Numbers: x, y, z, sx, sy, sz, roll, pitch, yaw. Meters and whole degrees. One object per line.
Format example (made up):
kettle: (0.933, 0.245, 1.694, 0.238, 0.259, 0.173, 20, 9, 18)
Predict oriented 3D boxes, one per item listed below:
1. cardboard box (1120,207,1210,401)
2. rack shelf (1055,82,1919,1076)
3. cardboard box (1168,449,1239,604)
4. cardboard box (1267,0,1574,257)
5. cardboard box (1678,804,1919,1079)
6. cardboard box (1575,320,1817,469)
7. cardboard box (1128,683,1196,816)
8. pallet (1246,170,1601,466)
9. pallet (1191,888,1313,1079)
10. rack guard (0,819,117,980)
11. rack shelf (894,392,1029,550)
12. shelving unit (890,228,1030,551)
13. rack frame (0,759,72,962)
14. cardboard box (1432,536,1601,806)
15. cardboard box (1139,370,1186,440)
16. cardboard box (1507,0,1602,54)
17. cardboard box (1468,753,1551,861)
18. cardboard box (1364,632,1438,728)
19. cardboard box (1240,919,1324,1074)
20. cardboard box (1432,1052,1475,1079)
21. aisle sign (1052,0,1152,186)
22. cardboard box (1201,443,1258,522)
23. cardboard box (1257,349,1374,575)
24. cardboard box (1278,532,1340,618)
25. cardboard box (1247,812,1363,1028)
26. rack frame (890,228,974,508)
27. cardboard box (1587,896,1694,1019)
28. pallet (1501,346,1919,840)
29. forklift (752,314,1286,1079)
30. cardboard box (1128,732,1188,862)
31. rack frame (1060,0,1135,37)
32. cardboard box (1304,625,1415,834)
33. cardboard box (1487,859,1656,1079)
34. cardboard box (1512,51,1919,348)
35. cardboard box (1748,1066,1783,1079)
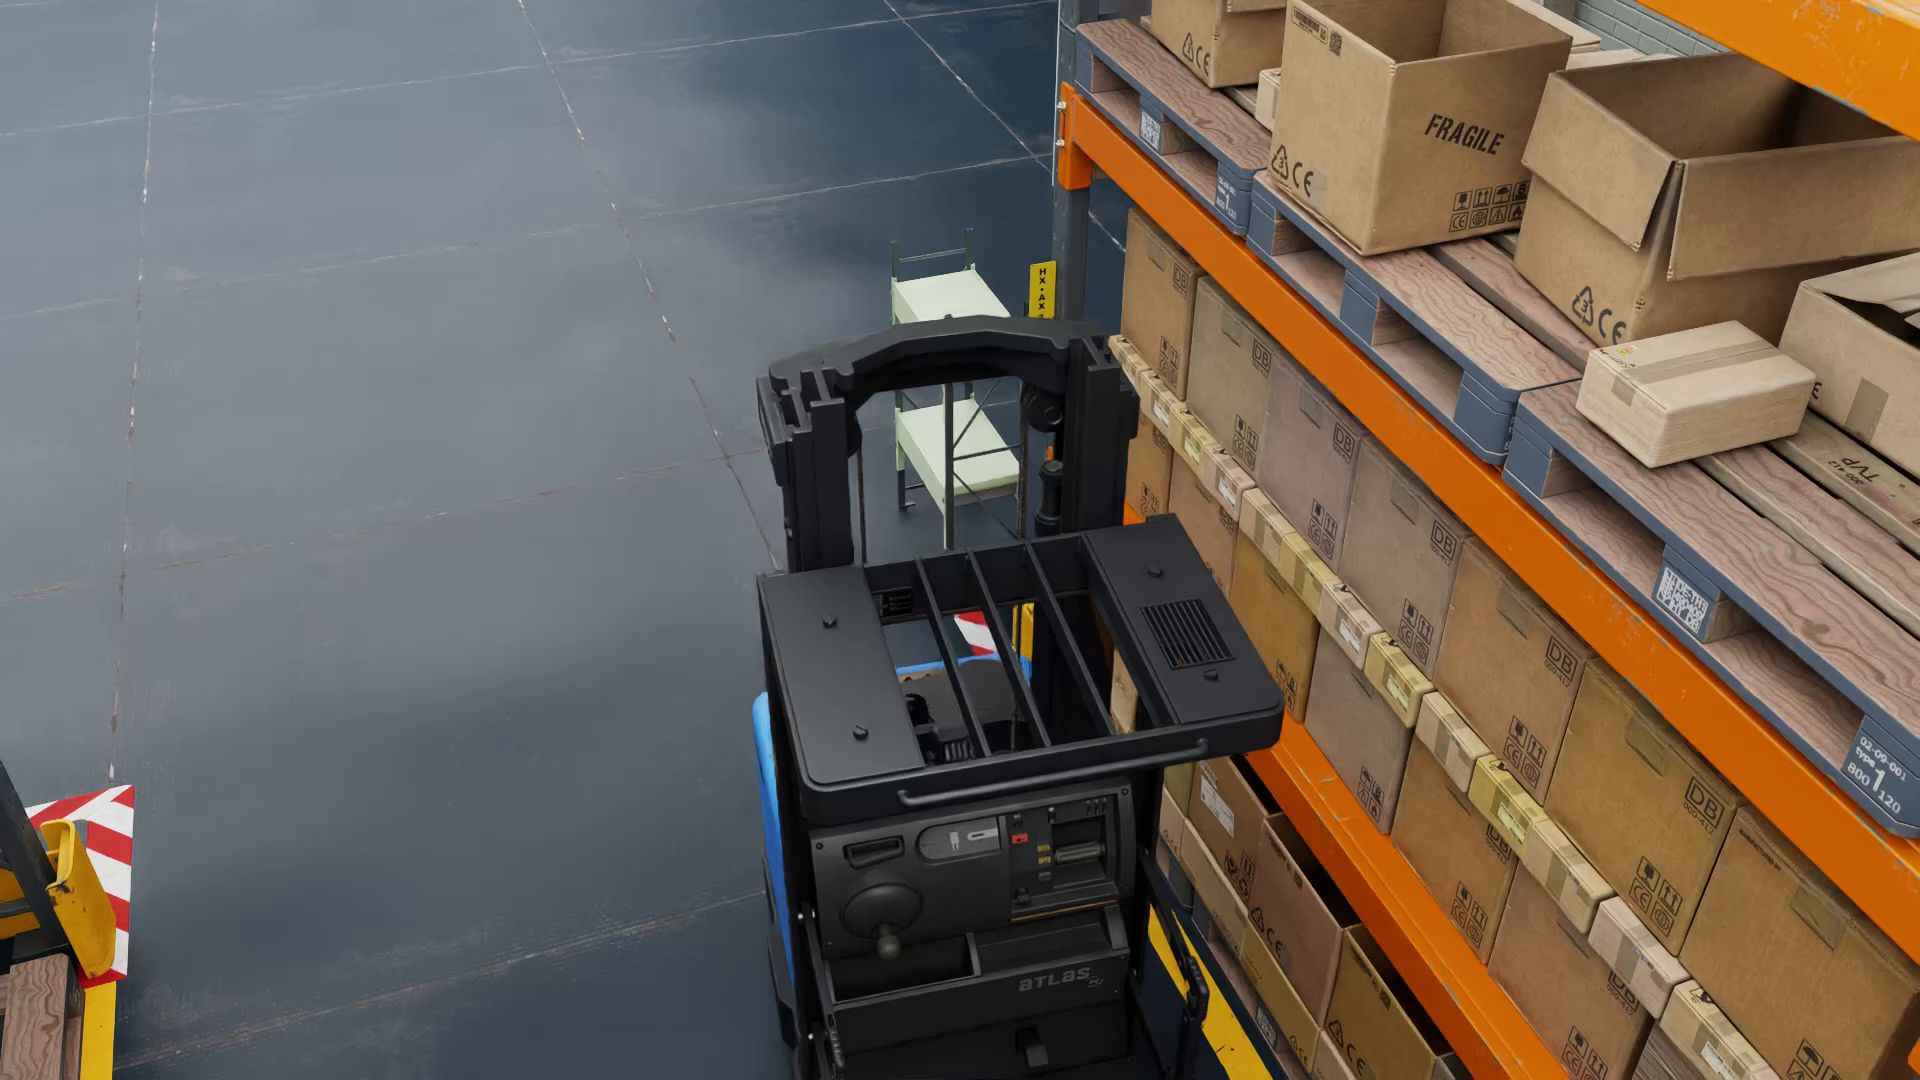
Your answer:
cardboard box: (0.996, -0.884, 5.830, 0.700, 0.500, 0.500, -12, 39, -16)
rack shelf: (1.518, -0.403, 4.458, 1.077, 0.370, 4.000, -12, 39, -16)
cardboard box: (1.163, -0.100, 5.867, 0.700, 0.500, 0.500, -11, 38, -15)
cardboard box: (1.144, -1.089, 4.222, 0.500, 0.500, 0.500, -12, 39, -16)
cardboard box: (2.047, 0.830, 3.554, 0.700, 0.500, 0.500, -12, 39, -16)
cardboard box: (1.534, -0.309, 3.478, 0.380, 0.149, 0.250, -12, 39, -16)
cardboard box: (0.979, 0.640, 6.281, 0.500, 0.500, 0.500, -12, 39, -16)
pallet: (1.472, -0.690, 4.314, 1.003, 0.211, 1.213, -12, 39, -16)
pallet: (1.548, 1.603, 6.007, 1.003, 0.211, 1.213, -12, 39, -16)
rack guard: (-3.752, 1.433, 5.993, 1.175, 0.500, 0.348, -12, 39, -16)
rack shelf: (-0.002, -0.342, 8.060, 0.431, 0.370, 0.720, -12, 39, -16)
shelving unit: (-0.002, -0.603, 7.864, 0.431, 1.500, 0.755, -12, 39, -16)
rack frame: (-3.823, 0.401, 5.285, 1.000, 3.000, 0.127, -12, 39, -16)
cardboard box: (1.701, 0.261, 4.309, 0.700, 0.500, 0.500, -12, 39, -16)
cardboard box: (0.856, -0.507, 5.868, 0.380, 0.149, 0.250, -13, 39, -17)
cardboard box: (1.473, -1.388, 4.827, 0.500, 0.250, 0.500, -12, 39, -16)
cardboard box: (1.563, 0.654, 4.327, 0.380, 0.149, 0.250, -13, 39, -16)
cardboard box: (1.382, 0.362, 4.715, 0.380, 0.149, 0.250, -11, 38, -14)
cardboard box: (1.320, 1.505, 5.756, 0.500, 0.250, 0.500, -12, 39, -16)
cardboard box: (1.680, 1.767, 4.785, 0.500, 0.500, 0.500, -12, 39, -16)
aisle sign: (0.519, -1.635, 5.827, 0.394, 0.787, 0.004, -12, 39, -16)
cardboard box: (1.025, -0.222, 5.490, 0.380, 0.149, 0.250, -13, 39, -17)
cardboard box: (1.357, -0.304, 5.059, 0.700, 0.500, 0.500, -12, 39, -16)
cardboard box: (1.207, 0.072, 5.100, 0.380, 0.149, 0.250, -13, 39, -17)
cardboard box: (1.319, 1.206, 5.530, 0.500, 0.500, 0.500, -12, 39, -16)
rack frame: (-0.128, -0.810, 8.139, 0.400, 1.500, 0.023, -12, 39, -16)
cardboard box: (1.736, 0.941, 3.945, 0.380, 0.149, 0.250, -14, 39, -17)
pallet: (1.888, -0.002, 3.400, 1.003, 0.211, 1.213, -12, 39, -16)
forklift: (0.099, 1.003, 4.543, 1.130, 2.935, 3.031, -8, 38, -11)
cardboard box: (0.981, 0.939, 6.507, 0.500, 0.250, 0.500, -12, 39, -16)
rack frame: (0.830, -3.019, 4.839, 1.000, 3.000, 0.127, -12, 39, -16)
cardboard box: (1.514, 0.478, 5.100, 0.700, 0.500, 0.500, -11, 38, -15)
cardboard box: (1.860, 1.051, 4.338, 0.700, 0.500, 0.500, -13, 39, -16)
cardboard box: (1.758, -0.782, 3.811, 0.797, 0.503, 0.637, -8, 38, -11)
cardboard box: (1.911, 1.229, 3.564, 0.380, 0.149, 0.250, -12, 39, -16)
